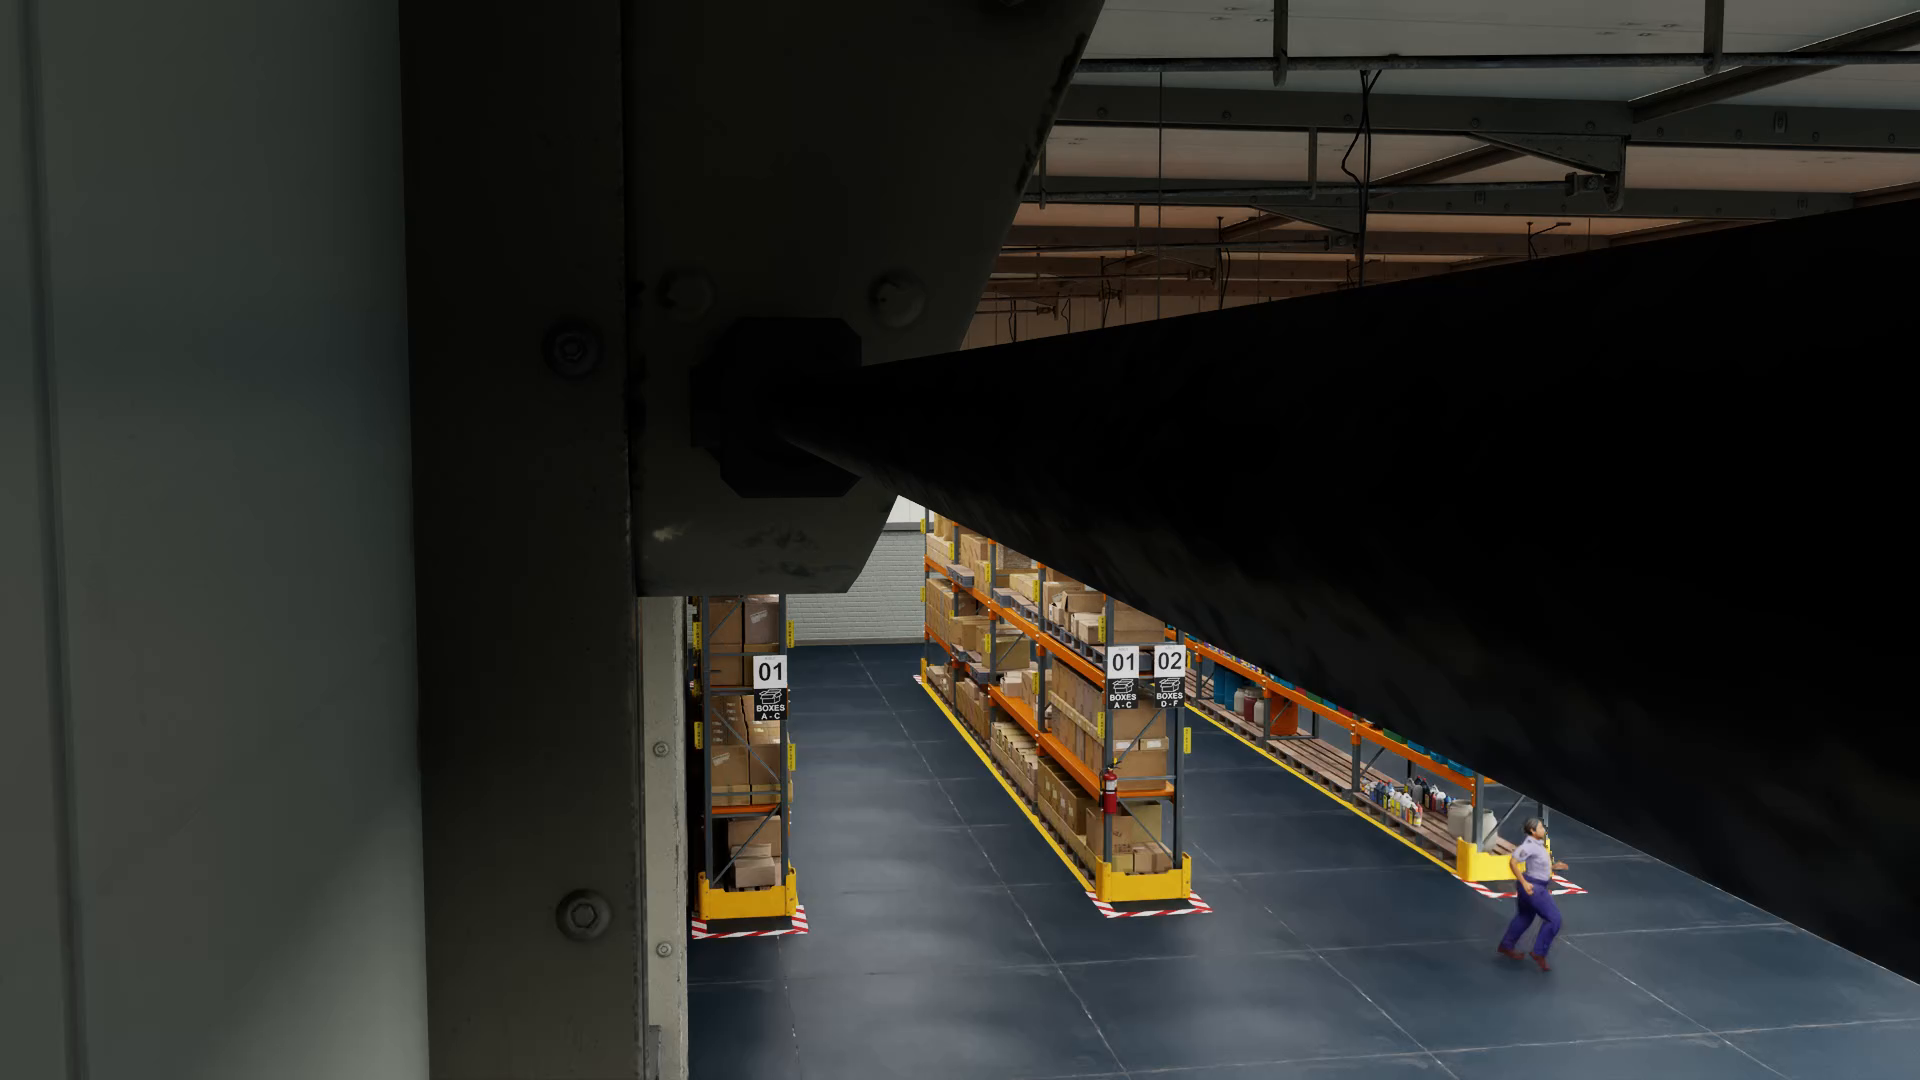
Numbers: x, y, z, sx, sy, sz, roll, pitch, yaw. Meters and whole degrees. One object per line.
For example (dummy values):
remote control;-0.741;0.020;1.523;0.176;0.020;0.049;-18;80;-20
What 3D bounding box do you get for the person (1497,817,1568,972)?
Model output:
person;6.339;3.905;18.371;0.708;1.698;0.577;1;5;16
